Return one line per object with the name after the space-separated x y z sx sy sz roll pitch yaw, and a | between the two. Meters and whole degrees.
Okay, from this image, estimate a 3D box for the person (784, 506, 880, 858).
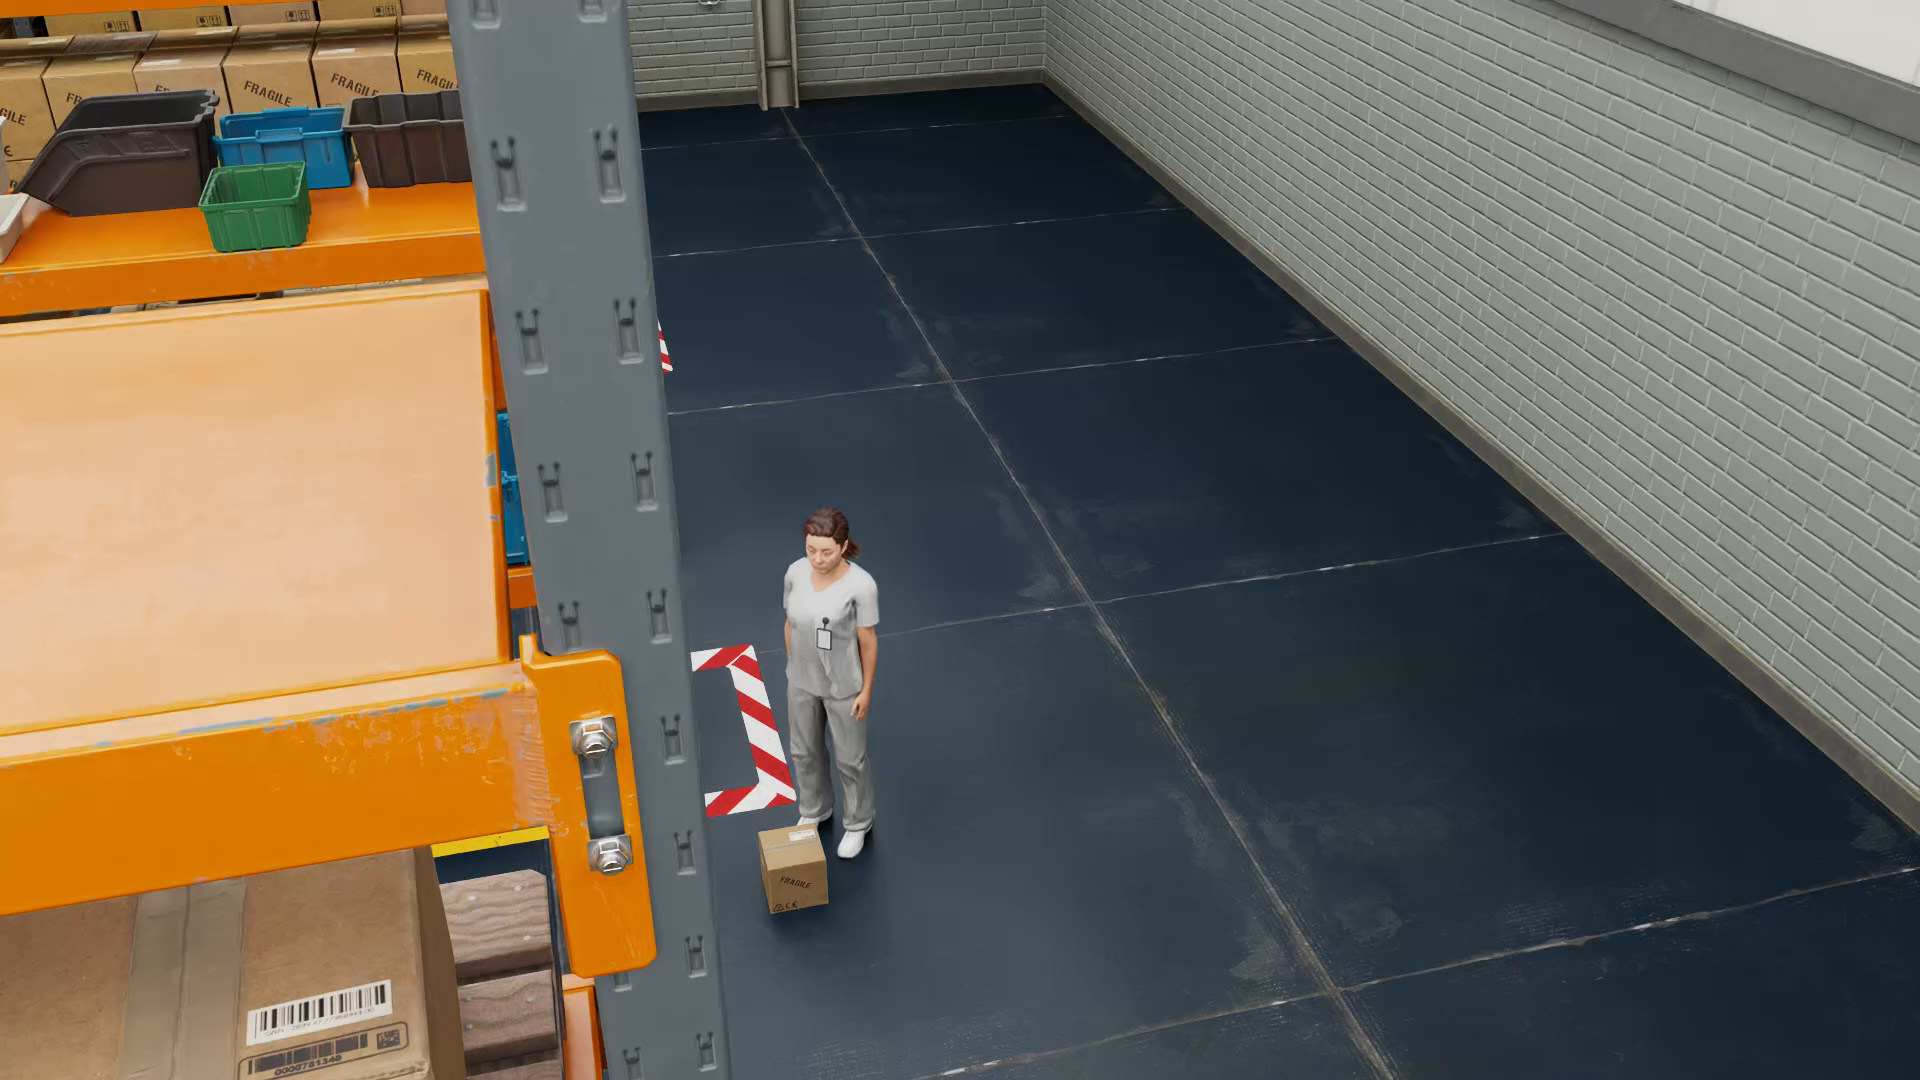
-0.545 0.600 7.114 0.438 1.672 0.362 12 33 20 | person
